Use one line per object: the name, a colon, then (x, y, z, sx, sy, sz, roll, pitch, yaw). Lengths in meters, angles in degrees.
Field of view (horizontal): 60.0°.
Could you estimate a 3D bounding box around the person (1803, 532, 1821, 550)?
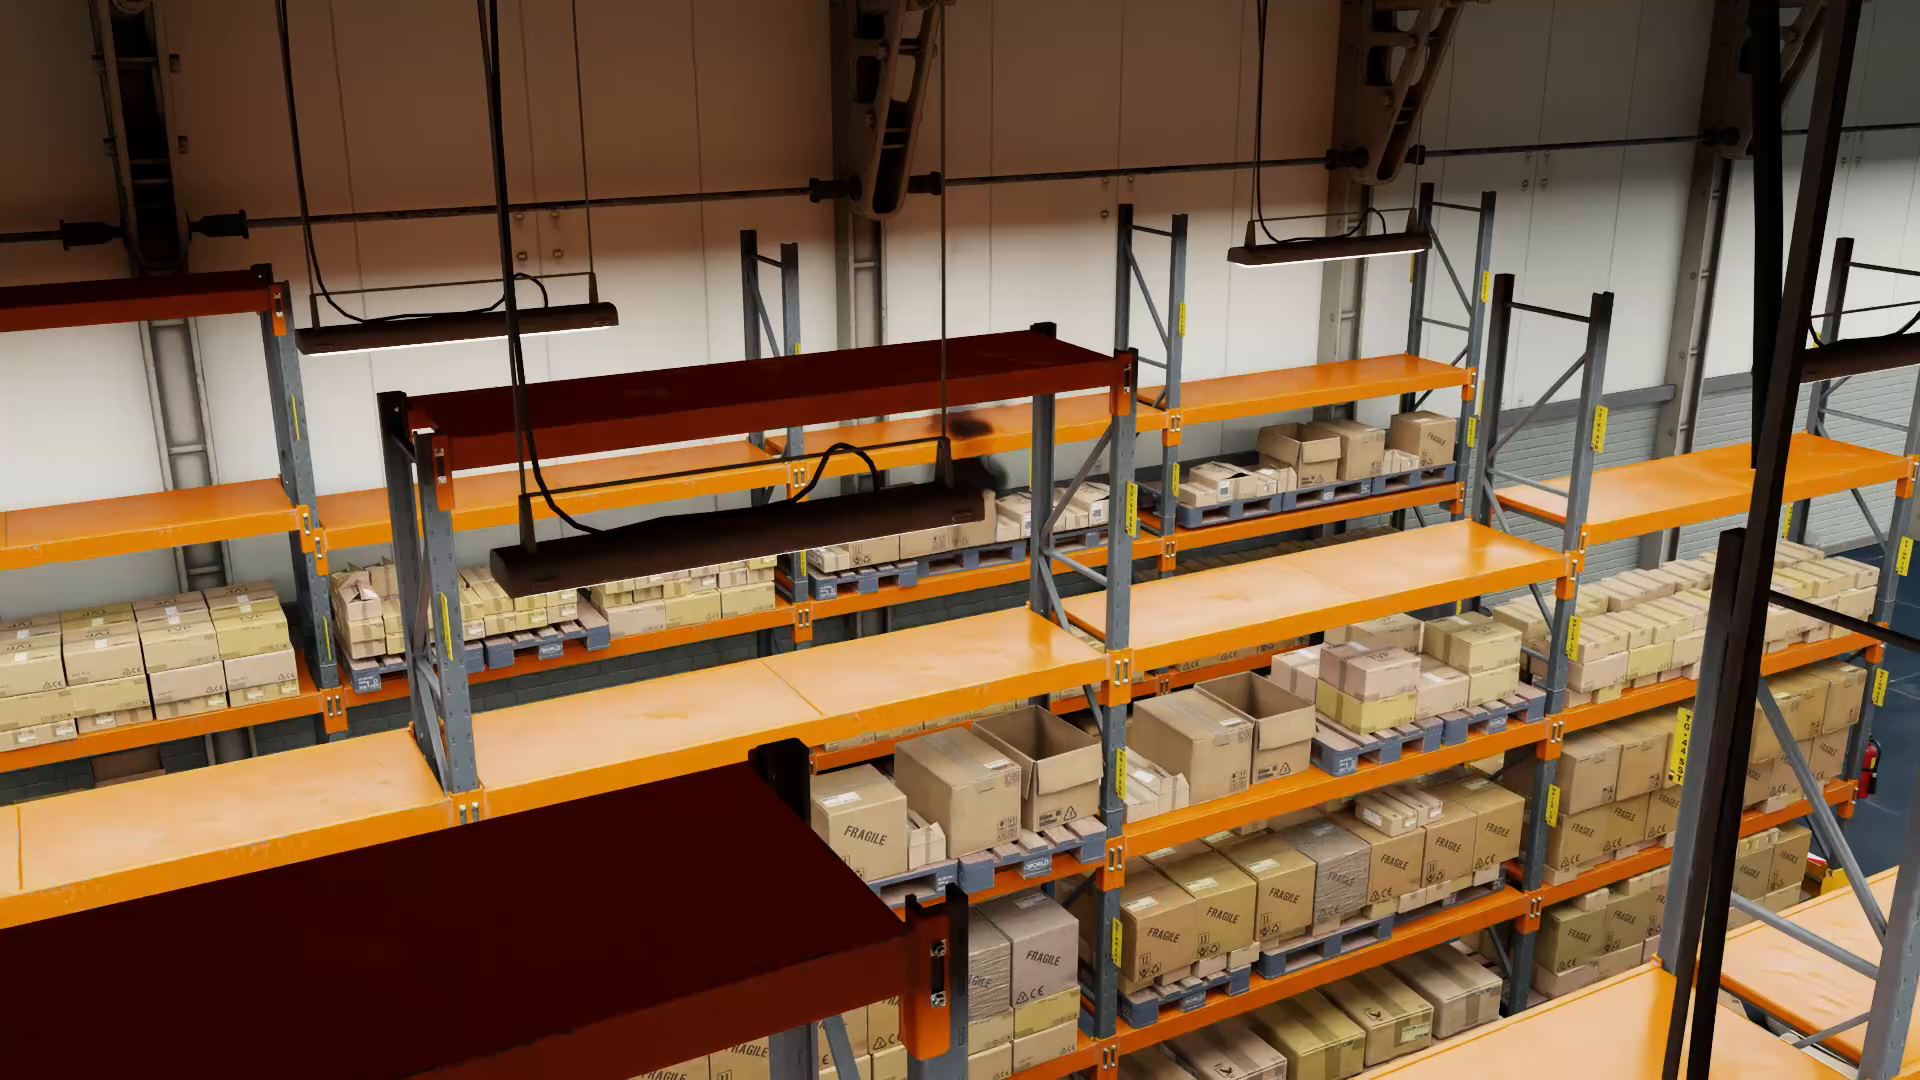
person: (10.228, 0.764, 20.398, 0.834, 1.780, 0.693, -11, 21, -31)
